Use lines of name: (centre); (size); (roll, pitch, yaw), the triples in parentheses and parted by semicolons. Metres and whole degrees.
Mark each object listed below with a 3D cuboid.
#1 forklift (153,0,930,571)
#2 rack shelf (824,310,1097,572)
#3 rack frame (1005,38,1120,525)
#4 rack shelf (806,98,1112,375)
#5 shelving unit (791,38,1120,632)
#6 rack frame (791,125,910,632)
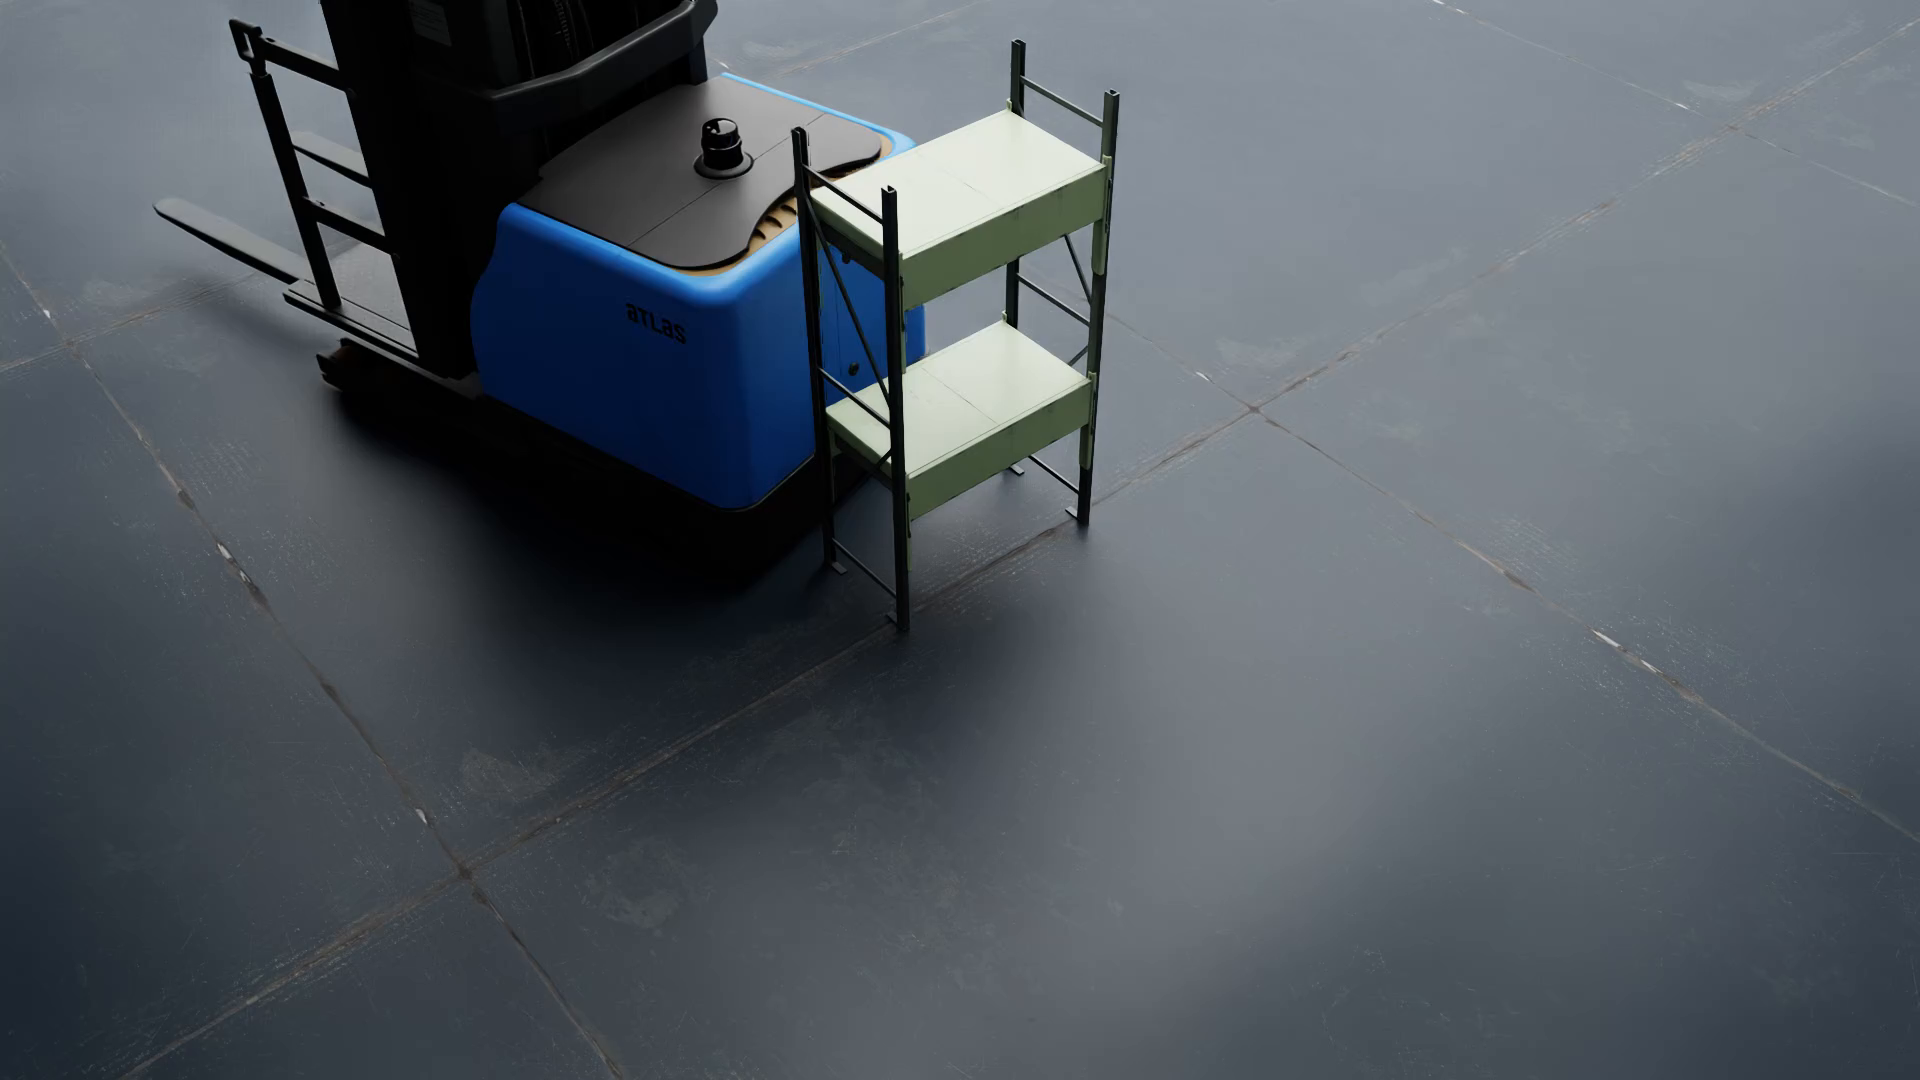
forklift: (-1.604, -1.773, 4.997); (3.031, 2.935, 1.130); (25, 49, 24)
rack shelf: (-0.005, -0.306, 4.957); (0.720, 0.370, 0.431); (-30, 51, -28)
rack frame: (0.276, -0.705, 4.905); (0.023, 1.500, 0.400); (-30, 51, -28)
rack shelf: (-0.005, -0.828, 4.466); (0.720, 0.370, 0.431); (-30, 51, -28)
shelving unit: (-0.005, -0.544, 4.733); (0.755, 1.500, 0.431); (-30, 51, -28)
rack frame: (-0.286, -0.383, 4.562); (0.023, 1.500, 0.400); (-30, 51, -28)
